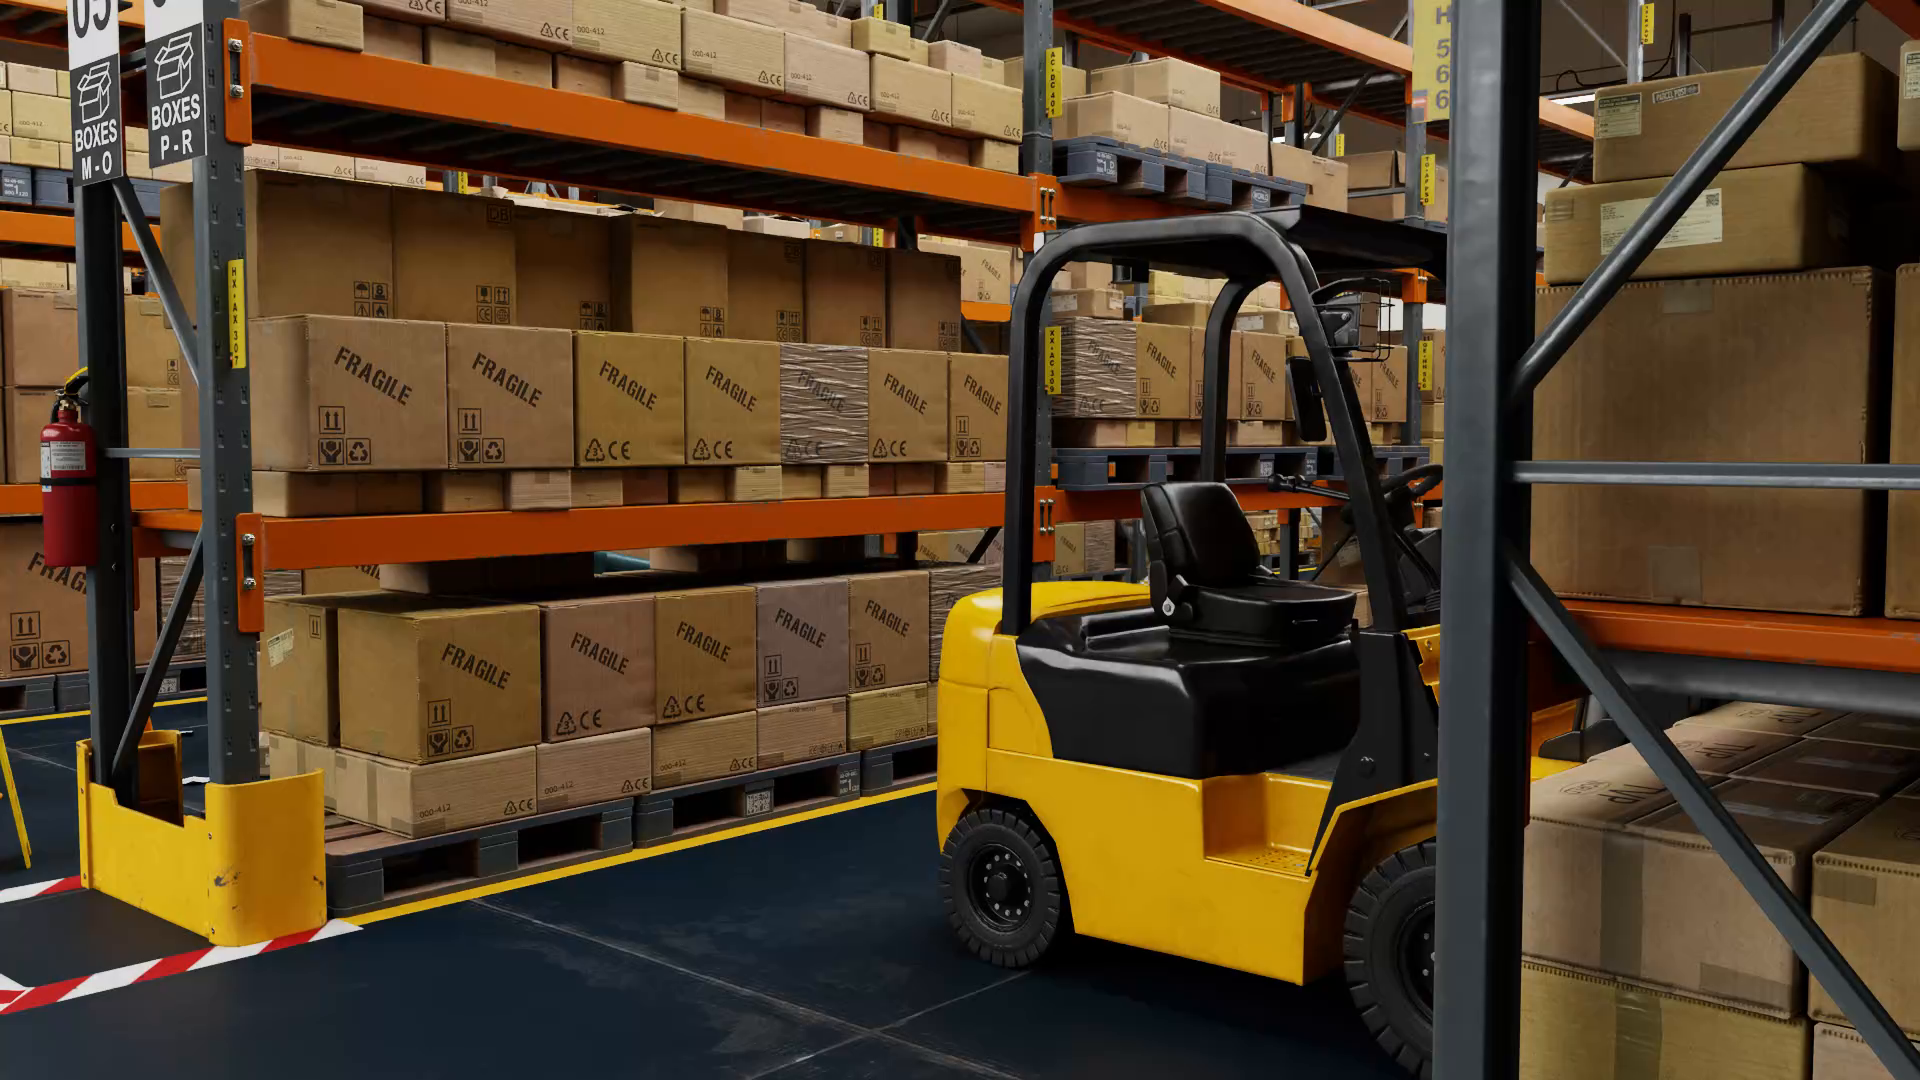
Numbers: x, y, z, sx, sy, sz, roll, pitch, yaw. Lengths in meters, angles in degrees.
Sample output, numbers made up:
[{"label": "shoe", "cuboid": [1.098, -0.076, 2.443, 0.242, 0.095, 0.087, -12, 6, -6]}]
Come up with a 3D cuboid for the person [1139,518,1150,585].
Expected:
[{"label": "person", "cuboid": [1.817, -0.223, 14.485, 0.909, 1.758, 0.532, -3, 4, -37]}]
